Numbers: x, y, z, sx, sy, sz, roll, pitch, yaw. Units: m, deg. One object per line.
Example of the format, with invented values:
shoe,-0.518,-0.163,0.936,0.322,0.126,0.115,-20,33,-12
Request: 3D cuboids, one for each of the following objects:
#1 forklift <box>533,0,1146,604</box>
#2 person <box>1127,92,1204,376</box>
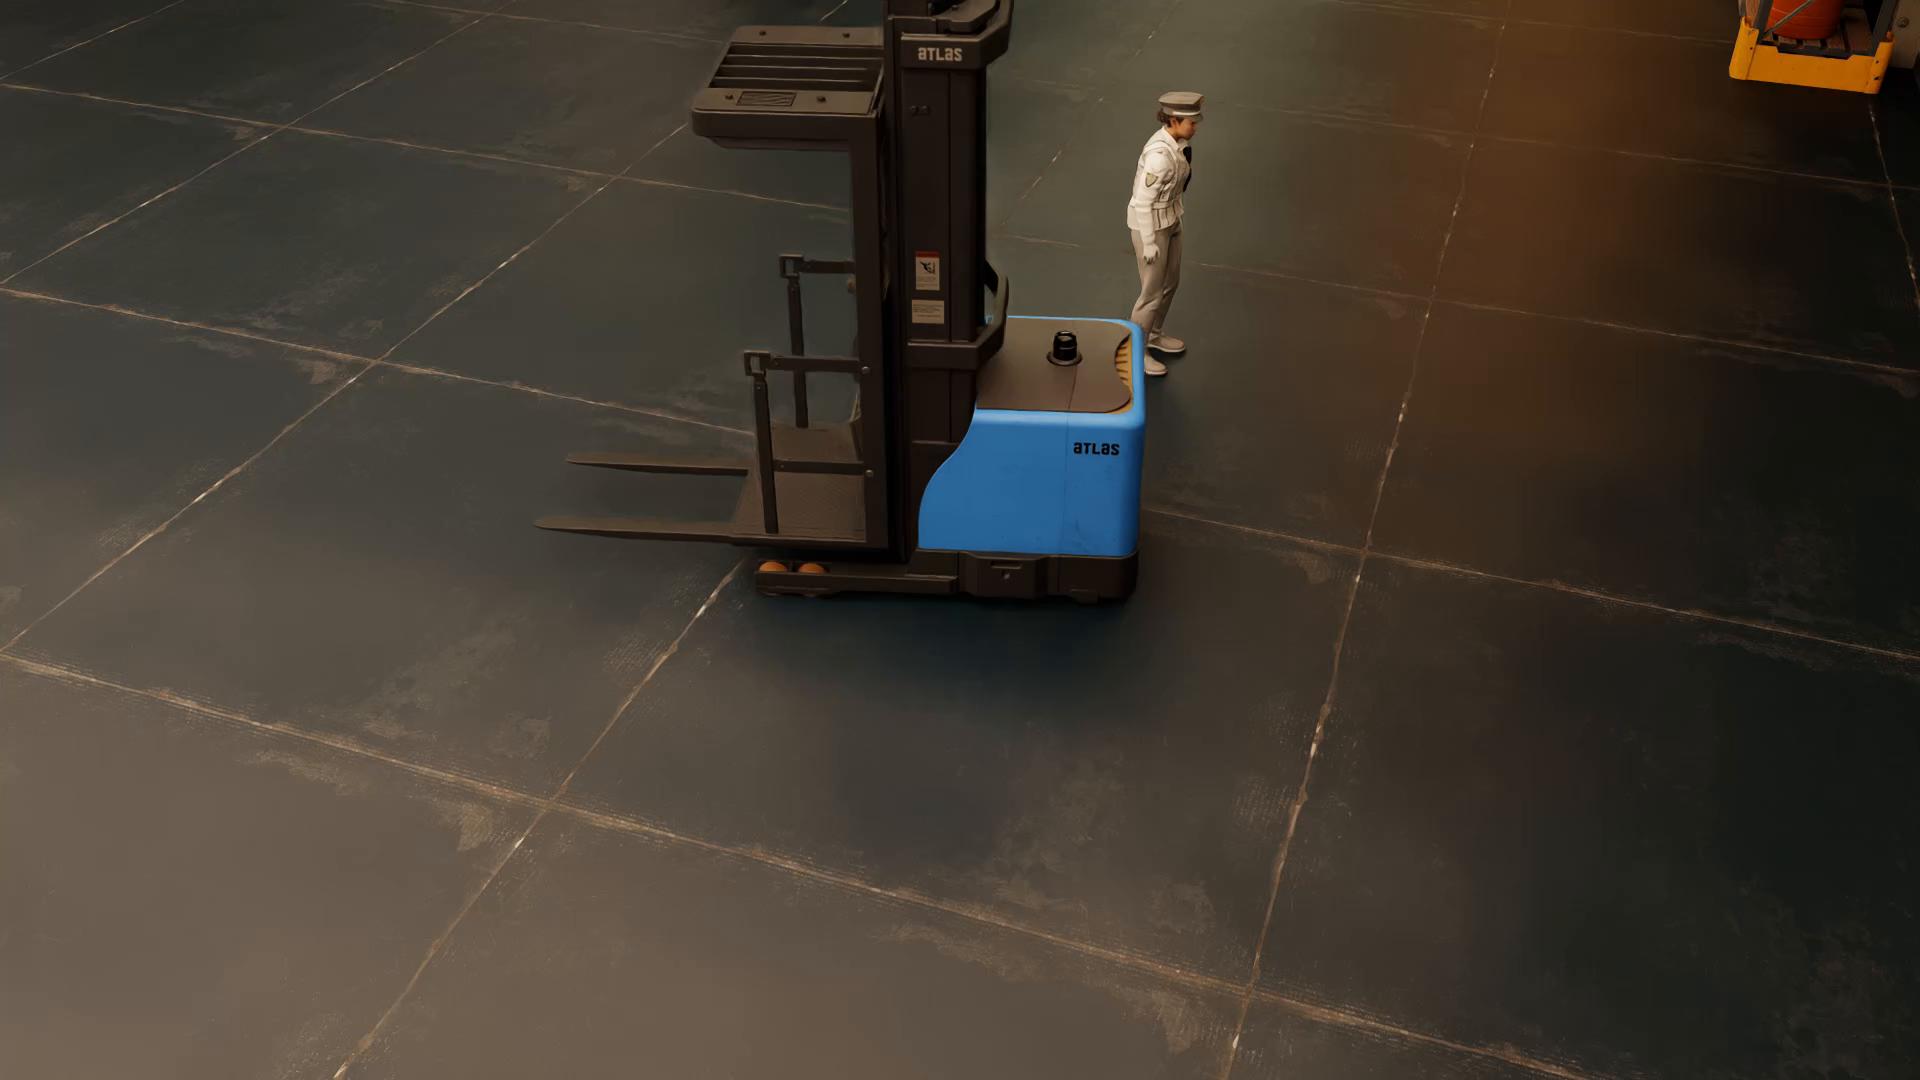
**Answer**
forklift,-0.614,-1.215,7.824,3.031,2.935,1.130,2,35,3
person,1.186,-1.827,9.787,0.376,1.662,0.530,17,39,22
